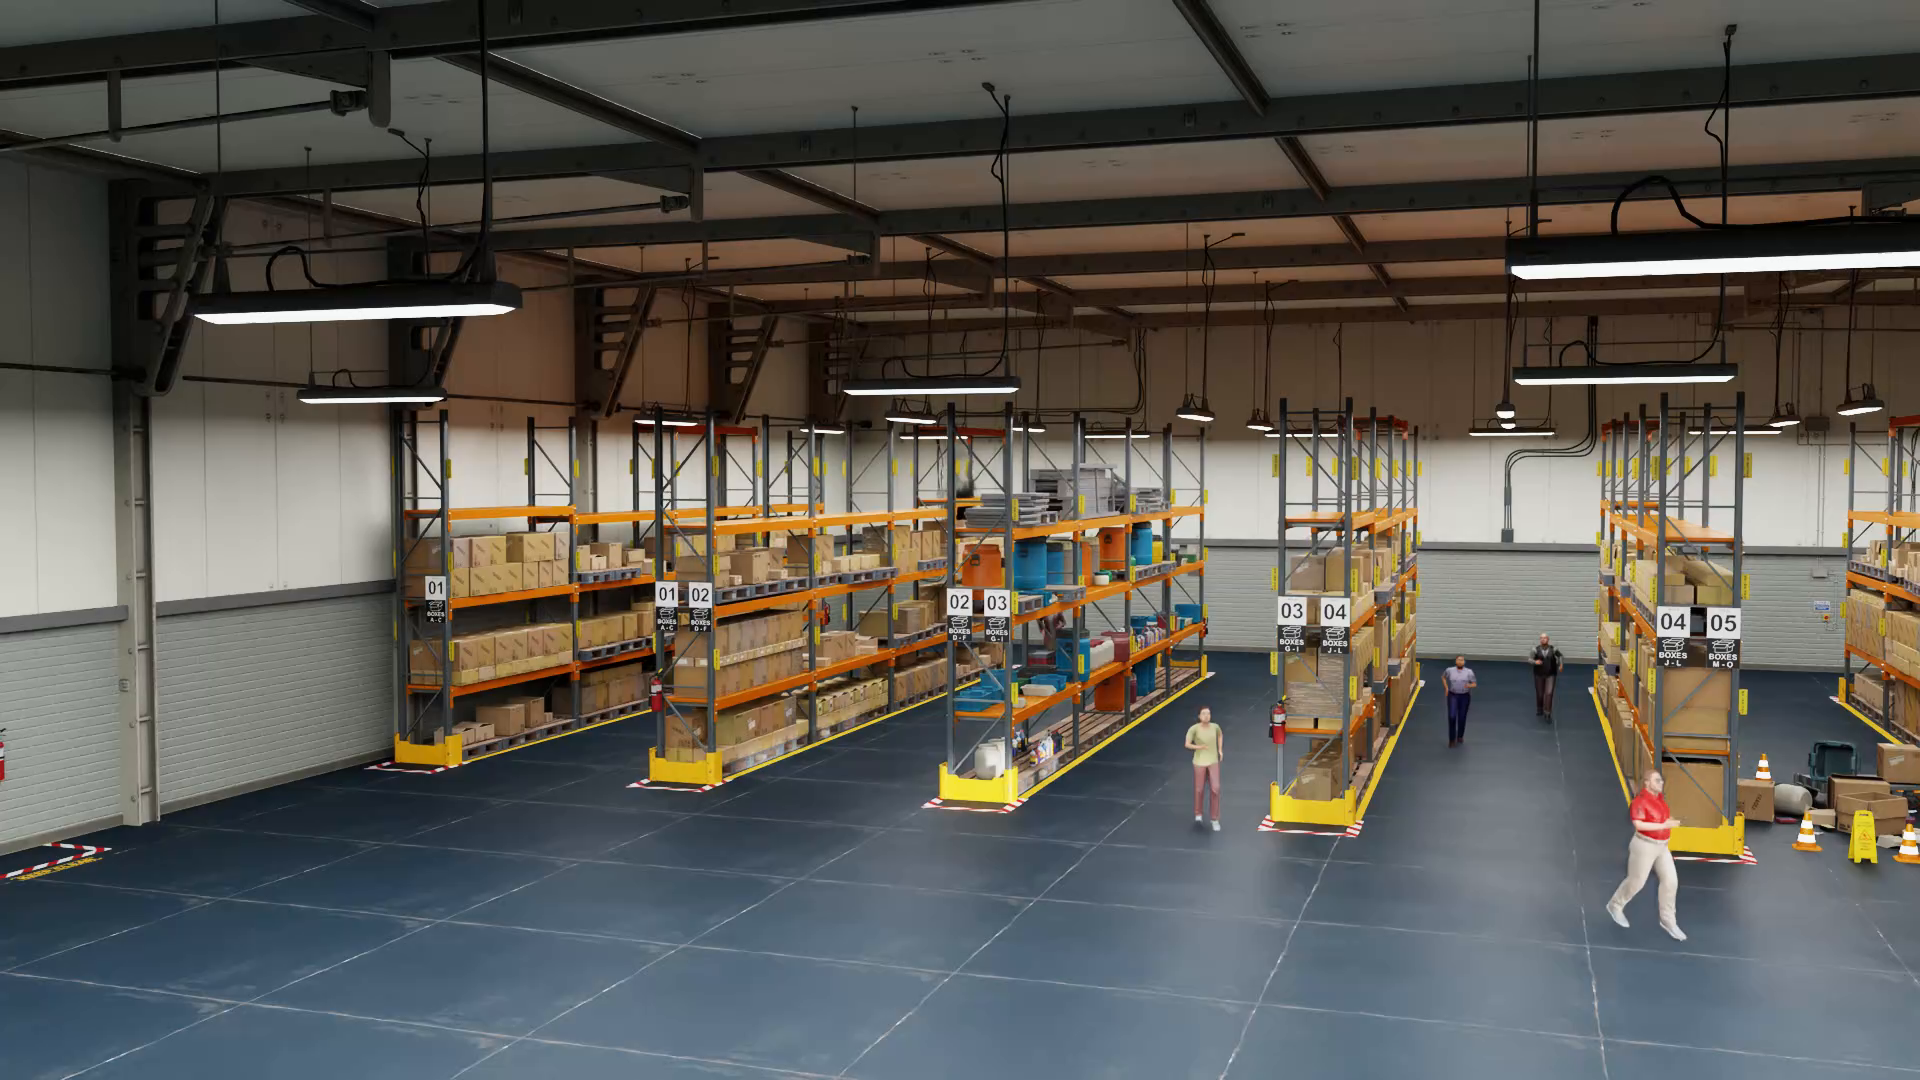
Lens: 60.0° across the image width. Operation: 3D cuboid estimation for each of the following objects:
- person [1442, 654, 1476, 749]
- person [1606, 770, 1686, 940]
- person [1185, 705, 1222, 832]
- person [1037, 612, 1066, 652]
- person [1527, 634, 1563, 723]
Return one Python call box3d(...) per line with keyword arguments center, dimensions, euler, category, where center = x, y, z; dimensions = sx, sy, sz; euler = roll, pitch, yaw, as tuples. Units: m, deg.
box3d(center=(8.992, 2.909, 29.957), dimensions=(0.584, 1.710, 0.738), euler=(1, 2, 12), category="person")
box3d(center=(7.397, 3.364, 17.925), dimensions=(0.664, 1.793, 0.847), euler=(-2, 3, -33), category="person")
box3d(center=(3.413, 3.169, 23.216), dimensions=(0.581, 1.737, 0.691), euler=(0, 2, -4), category="person")
box3d(center=(2.232, 2.378, 40.693), dimensions=(0.736, 1.772, 0.935), euler=(1, 2, 12), category="person")
box3d(center=(11.598, 2.709, 32.973), dimensions=(0.664, 1.698, 1.019), euler=(1, 3, 21), category="person")
